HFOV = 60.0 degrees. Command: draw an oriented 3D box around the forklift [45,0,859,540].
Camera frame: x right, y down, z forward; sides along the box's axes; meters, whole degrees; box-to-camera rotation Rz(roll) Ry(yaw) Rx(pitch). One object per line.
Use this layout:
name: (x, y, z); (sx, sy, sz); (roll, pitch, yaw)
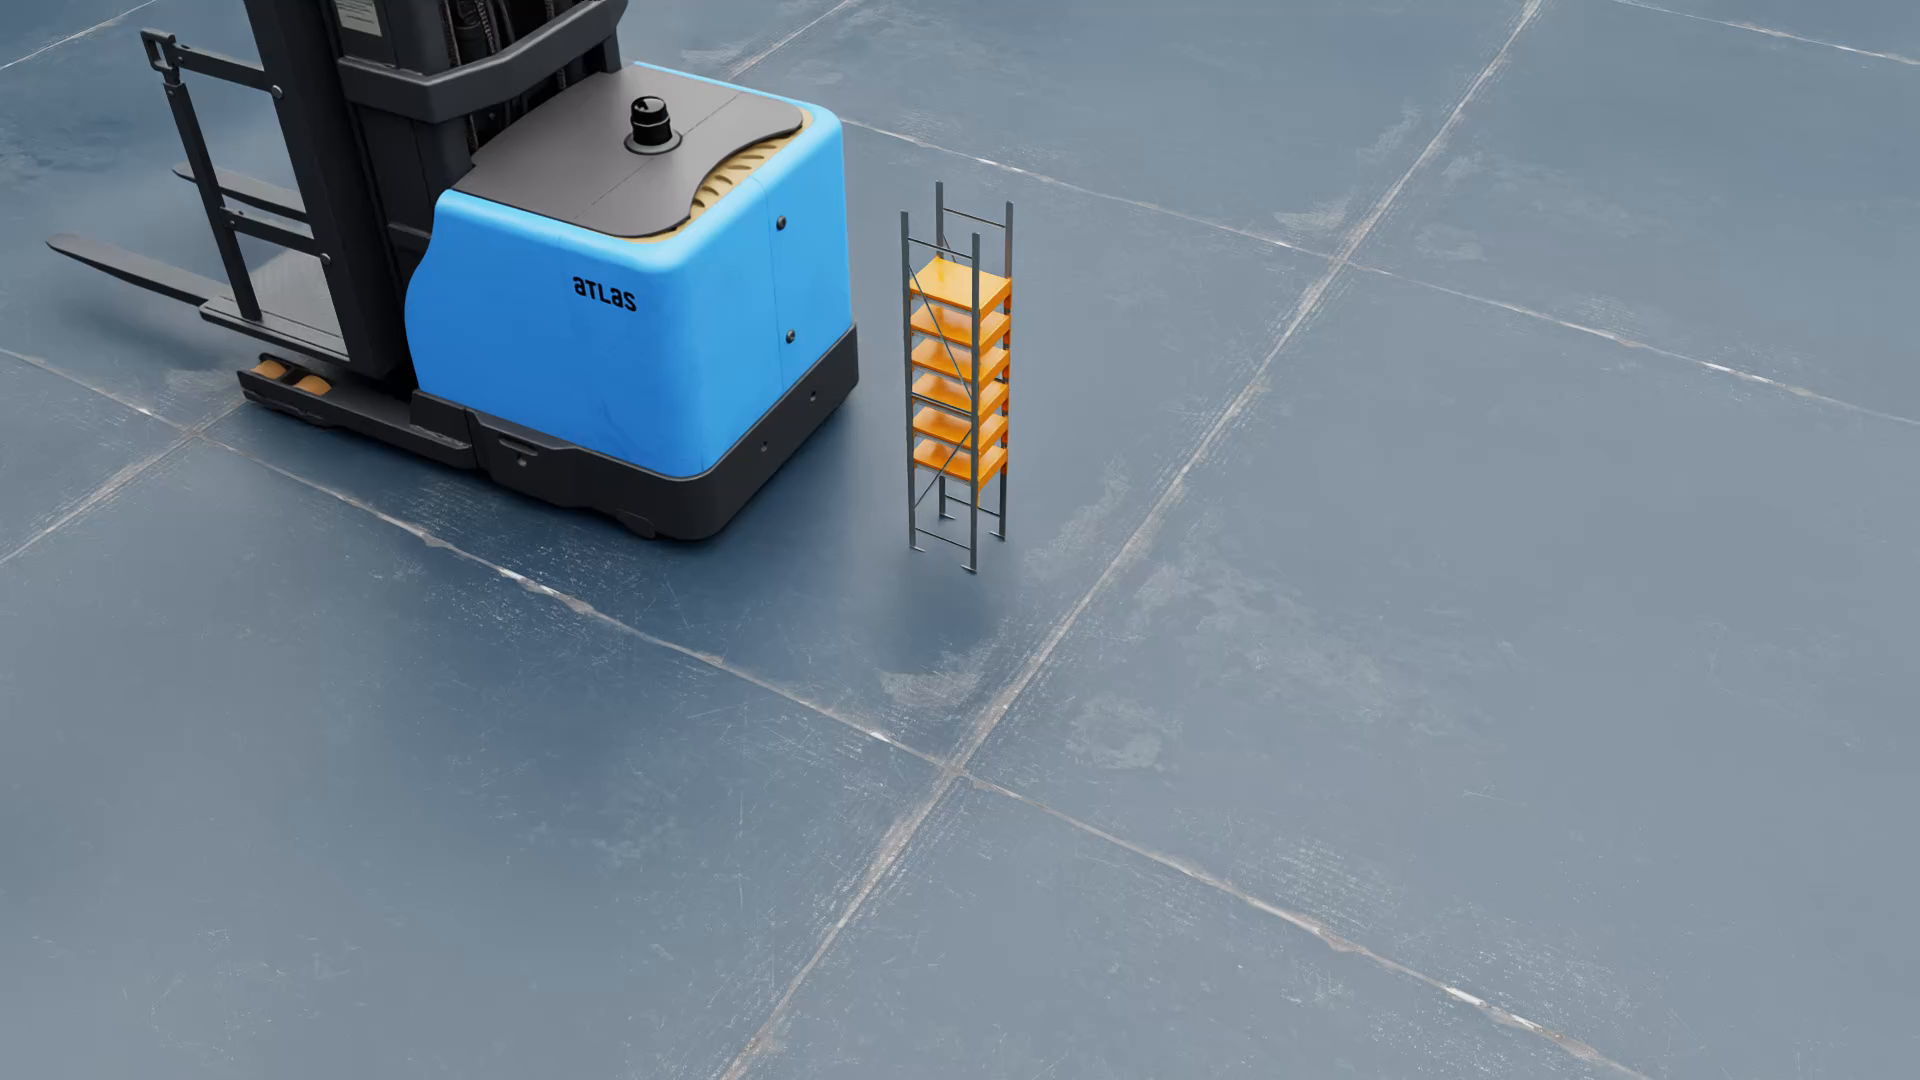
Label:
forklift: (-1.900, -1.784, 5.058); (3.031, 2.935, 1.130); (19, 45, 20)

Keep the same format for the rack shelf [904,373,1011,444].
rack shelf: (-0.007, -0.409, 4.873); (0.258, 0.103, 0.180); (21, 45, 22)

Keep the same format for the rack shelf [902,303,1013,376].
rack shelf: (-0.007, -0.589, 4.715); (0.258, 0.103, 0.180); (21, 45, 22)

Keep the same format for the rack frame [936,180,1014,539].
rack frame: (0.039, -0.494, 4.904); (0.240, 1.200, 0.006); (21, 45, 22)

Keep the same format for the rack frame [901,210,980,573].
rack frame: (-0.053, -0.390, 4.785); (0.240, 1.200, 0.006); (21, 45, 22)

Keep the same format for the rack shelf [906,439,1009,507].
rack shelf: (-0.007, -0.229, 5.032); (0.258, 0.103, 0.180); (21, 45, 22)

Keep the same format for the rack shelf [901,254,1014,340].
rack shelf: (-0.007, -0.679, 4.636); (0.258, 0.103, 0.180); (21, 45, 22)

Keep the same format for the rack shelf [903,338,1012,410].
rack shelf: (-0.007, -0.499, 4.794); (0.258, 0.103, 0.180); (21, 45, 22)

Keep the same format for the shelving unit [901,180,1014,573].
shelving unit: (-0.007, -0.442, 4.844); (0.258, 1.200, 0.189); (21, 45, 22)

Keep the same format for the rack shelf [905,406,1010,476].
rack shelf: (-0.007, -0.319, 4.953); (0.258, 0.103, 0.180); (21, 45, 22)
